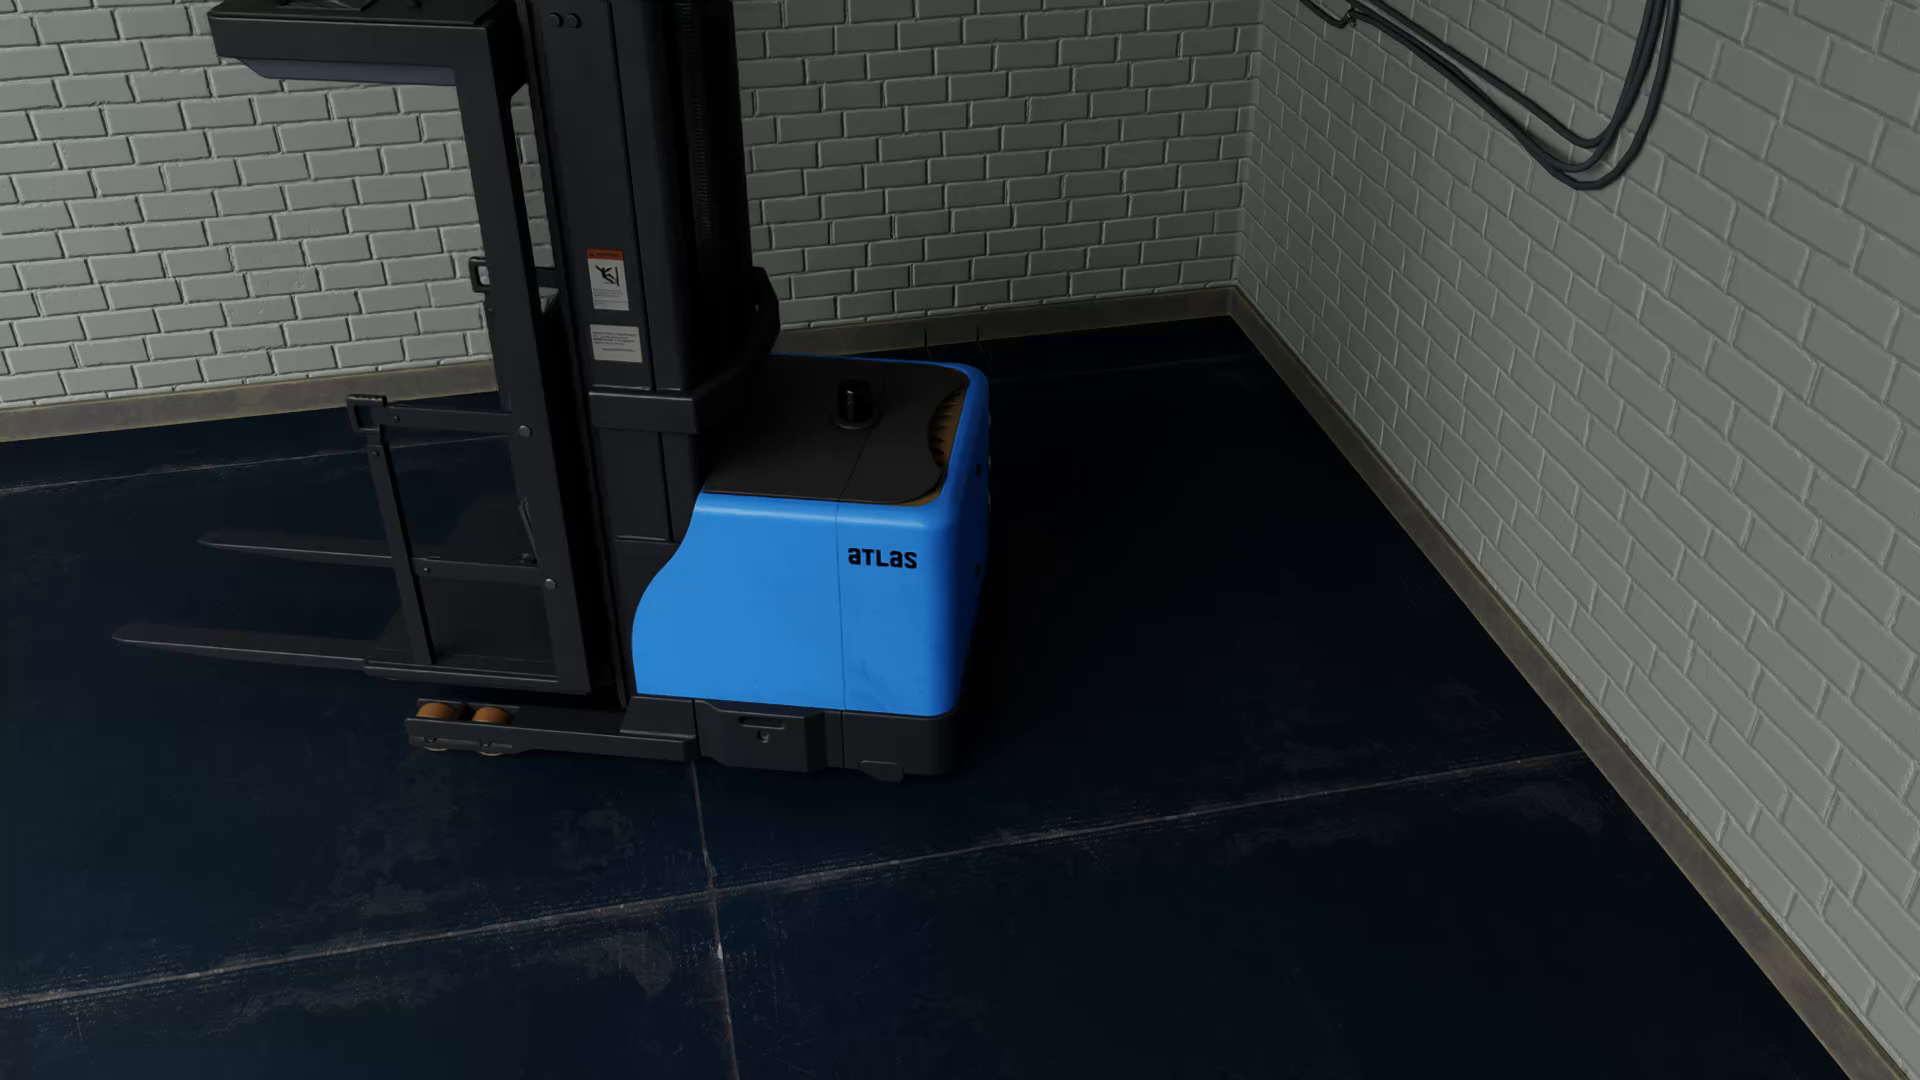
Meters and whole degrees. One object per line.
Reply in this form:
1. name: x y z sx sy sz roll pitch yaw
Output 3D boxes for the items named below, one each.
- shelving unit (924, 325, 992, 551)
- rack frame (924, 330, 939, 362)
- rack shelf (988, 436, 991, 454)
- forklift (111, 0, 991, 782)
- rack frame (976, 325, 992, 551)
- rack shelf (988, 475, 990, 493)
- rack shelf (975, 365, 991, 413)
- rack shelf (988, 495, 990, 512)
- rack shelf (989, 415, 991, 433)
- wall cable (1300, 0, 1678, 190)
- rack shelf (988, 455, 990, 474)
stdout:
1. shelving unit: -0.008 -0.373 6.498 0.210 0.900 0.258 -7 35 -11
2. rack frame: -0.107 -0.360 6.479 0.006 0.900 0.240 -7 35 -11
3. rack shelf: -0.008 -0.420 6.466 0.200 0.077 0.258 -7 35 -11
4. forklift: -1.443 -0.770 5.268 3.031 2.935 1.130 4 34 6
5. rack frame: 0.091 -0.385 6.516 0.006 0.900 0.240 -7 35 -11
6. rack shelf: -0.008 -0.270 6.566 0.200 0.077 0.258 -7 35 -11
7. rack shelf: -0.008 -0.569 6.366 0.200 0.077 0.258 -7 35 -11
8. rack shelf: -0.008 -0.196 6.617 0.200 0.077 0.258 -7 35 -11
9. rack shelf: -0.008 -0.494 6.416 0.200 0.077 0.258 -7 35 -11
10. wall cable: 1.666 -2.807 5.643 0.112 2.526 3.097 -7 35 -11
11. rack shelf: -0.008 -0.345 6.516 0.200 0.077 0.258 -7 35 -11
